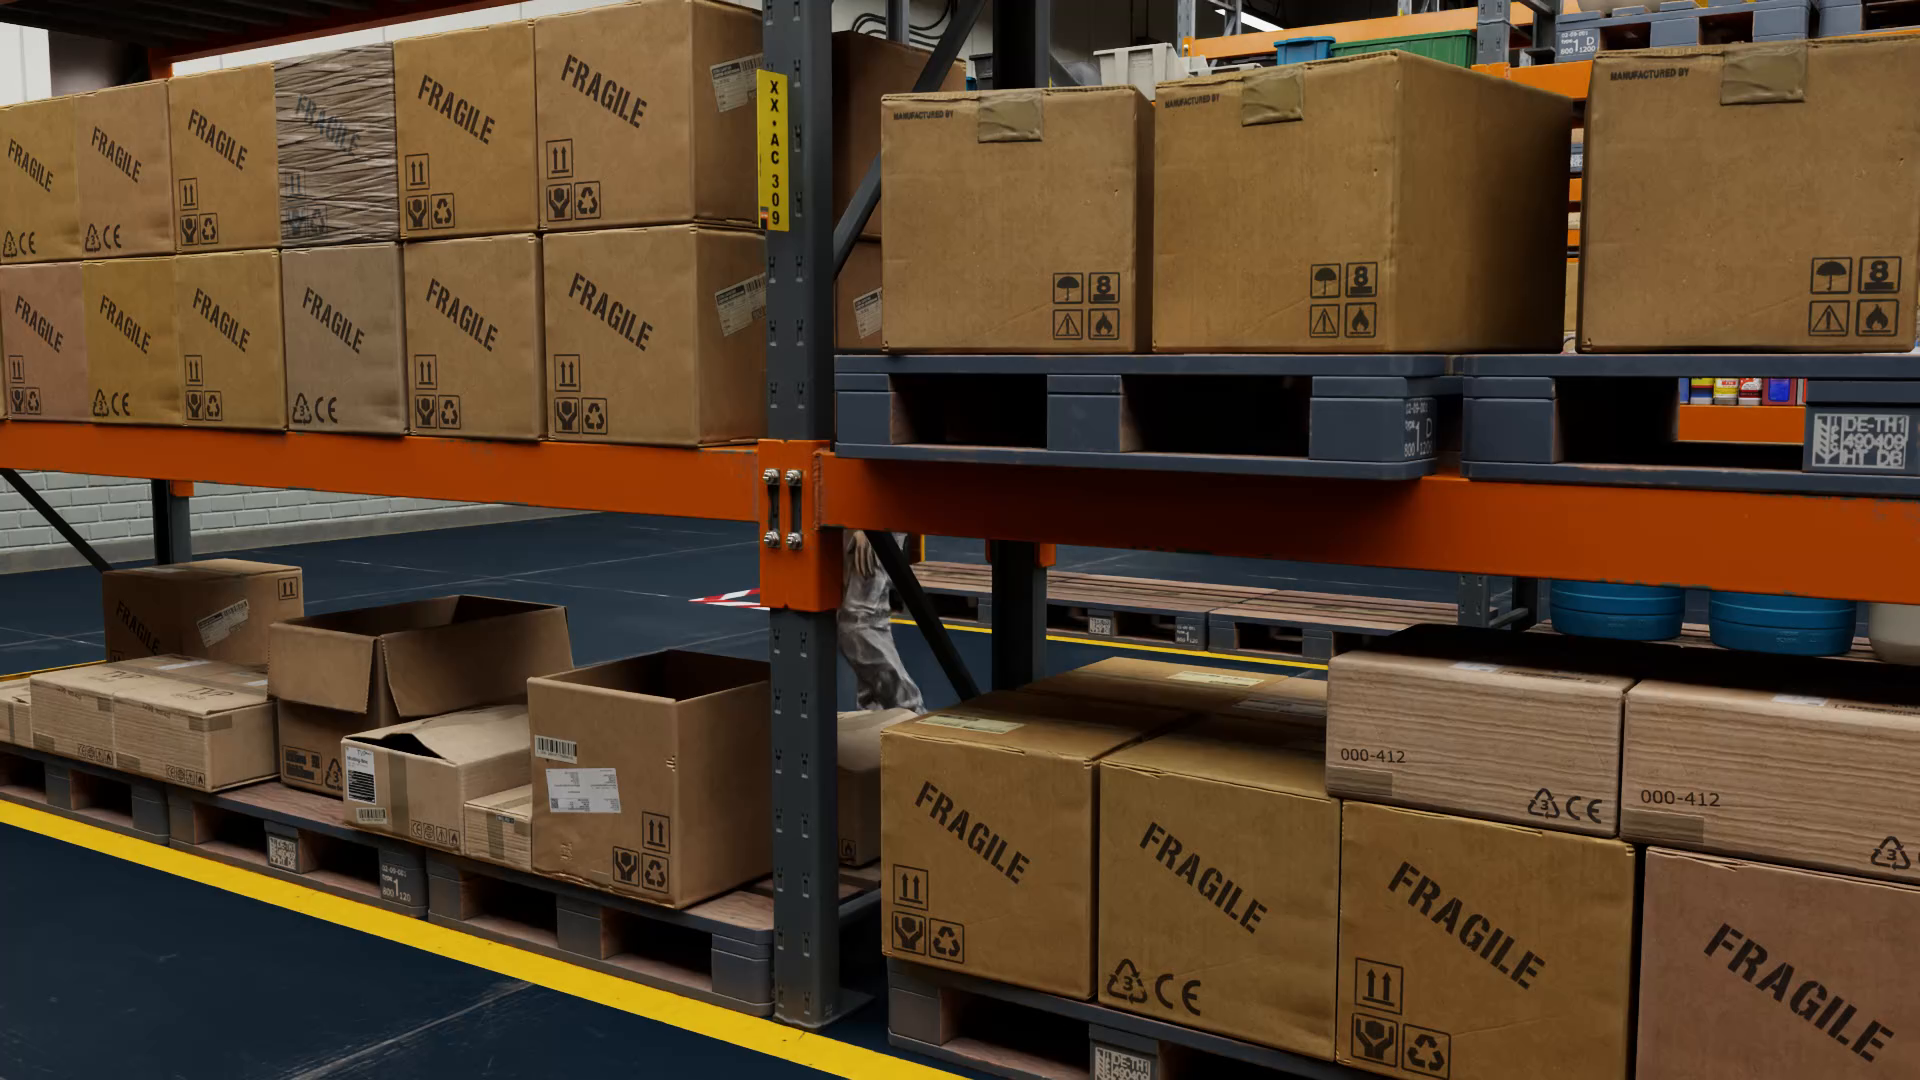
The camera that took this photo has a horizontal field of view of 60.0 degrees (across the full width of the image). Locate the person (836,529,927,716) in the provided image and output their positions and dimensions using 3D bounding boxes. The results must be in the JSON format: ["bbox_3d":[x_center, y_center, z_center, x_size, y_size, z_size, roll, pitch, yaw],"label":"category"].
[{"bbox_3d":[-0.330,-0.060,6.016,0.429,1.787,0.623,-1,6,-11],"label":"person"}]
